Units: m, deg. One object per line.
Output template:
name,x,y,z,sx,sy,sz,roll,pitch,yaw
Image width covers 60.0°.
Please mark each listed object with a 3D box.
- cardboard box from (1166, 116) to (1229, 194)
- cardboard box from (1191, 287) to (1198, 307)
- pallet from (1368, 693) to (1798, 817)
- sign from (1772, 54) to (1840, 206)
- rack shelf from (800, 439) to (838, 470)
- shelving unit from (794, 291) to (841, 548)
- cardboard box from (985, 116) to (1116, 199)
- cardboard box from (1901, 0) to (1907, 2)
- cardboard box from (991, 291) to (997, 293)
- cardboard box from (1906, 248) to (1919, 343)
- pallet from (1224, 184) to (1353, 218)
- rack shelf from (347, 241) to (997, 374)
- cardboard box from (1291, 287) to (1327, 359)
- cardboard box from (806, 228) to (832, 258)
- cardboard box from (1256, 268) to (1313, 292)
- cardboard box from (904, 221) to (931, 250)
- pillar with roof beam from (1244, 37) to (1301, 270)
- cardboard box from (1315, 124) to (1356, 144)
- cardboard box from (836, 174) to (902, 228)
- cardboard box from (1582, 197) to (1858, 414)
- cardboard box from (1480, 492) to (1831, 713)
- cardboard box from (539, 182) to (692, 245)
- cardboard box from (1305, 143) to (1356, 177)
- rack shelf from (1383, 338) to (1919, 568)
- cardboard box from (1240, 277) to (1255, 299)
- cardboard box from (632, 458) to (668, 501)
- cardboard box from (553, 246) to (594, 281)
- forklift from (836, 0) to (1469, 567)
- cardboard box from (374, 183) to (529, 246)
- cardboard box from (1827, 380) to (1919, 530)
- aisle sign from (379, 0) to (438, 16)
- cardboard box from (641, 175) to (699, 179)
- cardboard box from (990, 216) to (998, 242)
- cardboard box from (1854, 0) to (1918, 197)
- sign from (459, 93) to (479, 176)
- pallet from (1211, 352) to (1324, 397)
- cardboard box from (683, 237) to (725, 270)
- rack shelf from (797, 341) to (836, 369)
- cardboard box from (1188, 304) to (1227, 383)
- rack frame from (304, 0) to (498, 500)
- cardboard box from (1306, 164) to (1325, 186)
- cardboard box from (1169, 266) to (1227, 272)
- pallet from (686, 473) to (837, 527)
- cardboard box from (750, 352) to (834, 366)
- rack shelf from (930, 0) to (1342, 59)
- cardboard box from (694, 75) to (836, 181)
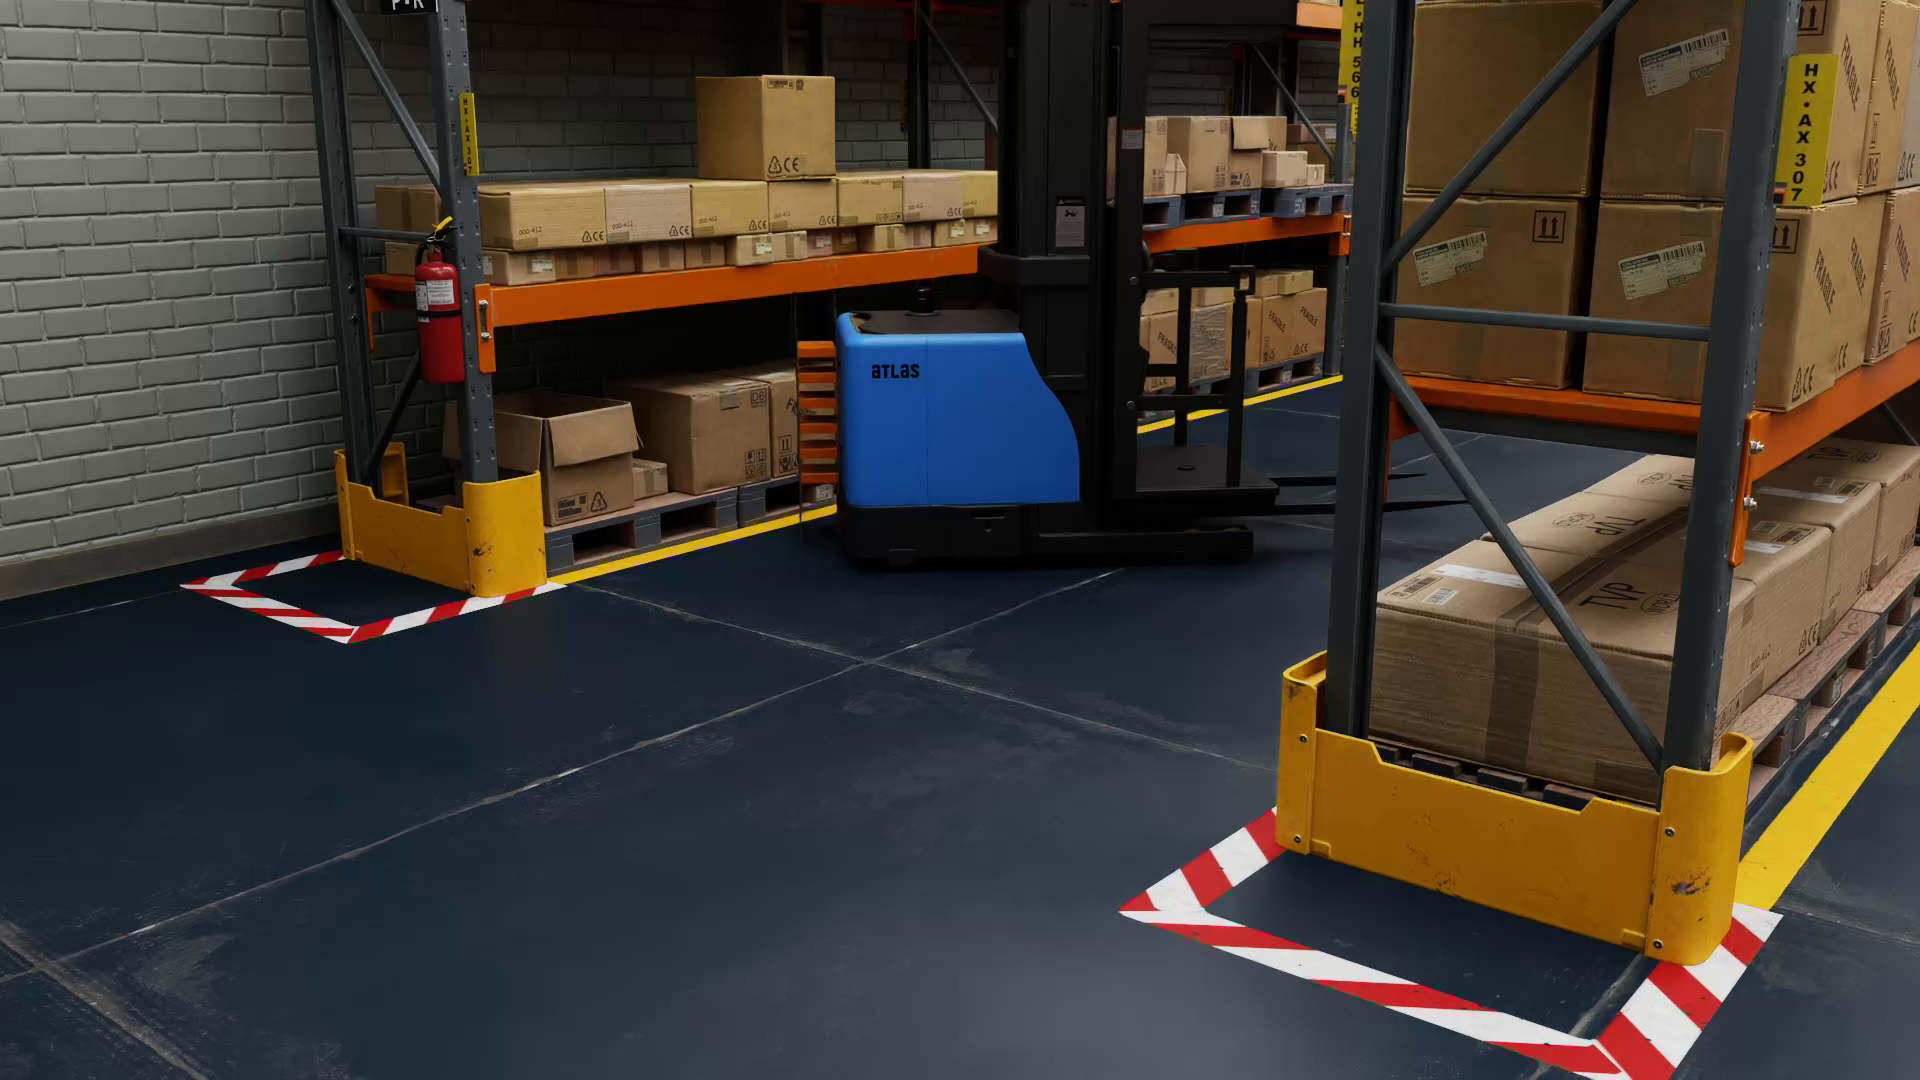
cardboard box,1.397,-2.632,11.335,0.700,0.500,0.500,11,18,37
cardboard box,1.452,-1.722,11.716,0.380,0.149,0.250,11,18,38
pallet,1.891,0.647,5.146,1.003,0.211,1.213,11,18,38
sign,1.878,-0.910,3.693,0.100,0.325,0.005,11,18,38
rack shelf,-0.682,-0.416,7.991,0.180,0.103,0.258,-2,14,-7
shelving unit,-0.682,-0.575,7.950,0.189,1.200,0.258,-2,14,-7
cardboard box,0.579,-2.382,10.353,0.700,0.500,0.500,12,18,39
cardboard box,2.401,-1.558,4.612,0.380,0.149,0.250,11,18,36
cardboard box,0.415,-1.593,11.207,0.380,0.149,0.250,11,18,38
cardboard box,2.906,-0.929,5.485,0.500,0.500,0.500,12,19,39
pallet,2.243,-2.605,12.673,1.213,0.211,1.003,11,18,38
rack shelf,-1.156,-1.341,8.769,1.077,0.370,4.000,11,18,38
cardboard box,2.516,-1.716,13.010,0.500,0.500,0.500,12,19,39
cardboard box,-0.887,-1.558,8.672,0.380,0.149,0.250,11,18,37
cardboard box,2.501,-2.011,12.853,0.380,0.149,0.250,10,17,35
cardboard box,-0.381,-1.698,9.223,0.380,0.149,0.250,12,18,39
pillar with roof beam,6.081,-5.469,11.374,9.100,9.000,0.400,11,18,38
cardboard box,3.044,-3.217,13.172,0.380,0.149,0.250,12,19,39
cardboard box,-0.657,-1.817,8.883,0.500,0.250,0.500,11,18,37
cardboard box,1.975,-0.635,4.327,0.500,0.500,0.500,11,18,37
cardboard box,2.355,0.181,5.669,0.875,0.438,0.875,12,18,39
cardboard box,-1.602,-1.520,7.713,0.500,0.250,0.500,12,18,38
cardboard box,3.103,-3.051,13.331,0.500,0.250,0.500,11,18,37
rack shelf,2.707,-0.573,5.748,1.077,0.370,4.000,11,18,38
cardboard box,1.953,-1.867,12.286,0.380,0.149,0.250,12,19,39
cardboard box,-1.658,-0.306,8.172,0.380,0.149,0.250,10,18,35
cardboard box,-1.870,-1.261,7.504,0.380,0.149,0.250,12,18,39
forklift,0.933,-1.433,7.812,3.031,2.935,1.130,-2,14,-7
cardboard box,-2.331,-1.507,7.663,0.500,0.250,0.500,12,19,39
cardboard box,4.291,-0.610,7.893,0.875,0.875,0.875,12,19,39
aisle sign,-2.228,-2.508,6.622,0.394,0.787,0.004,11,18,38
cardboard box,-1.362,-1.800,8.815,0.500,0.250,0.500,11,18,37
cardboard box,0.097,-1.850,9.825,0.380,0.149,0.250,12,18,38
cardboard box,2.292,-1.220,4.599,0.500,0.500,0.500,11,18,36
sign,-1.991,-1.642,6.736,0.100,0.325,0.005,11,18,38
pallet,2.116,-1.350,13.007,1.003,0.211,1.213,11,18,38
cardboard box,-1.362,-1.407,8.080,0.380,0.149,0.250,12,18,38
rack shelf,-0.682,-0.881,7.873,0.180,0.103,0.258,-2,14,-7
cardboard box,1.555,-1.419,11.840,0.500,0.500,0.500,10,18,36
rack frame,-2.413,-1.306,7.173,1.000,3.000,0.127,11,18,38
cardboard box,2.500,-2.735,12.454,0.380,0.149,0.250,12,18,39
cardboard box,1.857,-2.046,12.993,0.380,0.149,0.250,12,19,39
pallet,-1.098,-0.355,9.091,1.003,0.211,1.213,11,18,38
cardboard box,-0.735,-0.757,9.235,0.700,0.500,0.500,10,18,35
rack shelf,1.358,-3.560,11.415,1.077,0.370,4.000,11,18,38
cardboard box,-0.976,-2.074,8.371,0.500,0.500,0.500,12,18,39
